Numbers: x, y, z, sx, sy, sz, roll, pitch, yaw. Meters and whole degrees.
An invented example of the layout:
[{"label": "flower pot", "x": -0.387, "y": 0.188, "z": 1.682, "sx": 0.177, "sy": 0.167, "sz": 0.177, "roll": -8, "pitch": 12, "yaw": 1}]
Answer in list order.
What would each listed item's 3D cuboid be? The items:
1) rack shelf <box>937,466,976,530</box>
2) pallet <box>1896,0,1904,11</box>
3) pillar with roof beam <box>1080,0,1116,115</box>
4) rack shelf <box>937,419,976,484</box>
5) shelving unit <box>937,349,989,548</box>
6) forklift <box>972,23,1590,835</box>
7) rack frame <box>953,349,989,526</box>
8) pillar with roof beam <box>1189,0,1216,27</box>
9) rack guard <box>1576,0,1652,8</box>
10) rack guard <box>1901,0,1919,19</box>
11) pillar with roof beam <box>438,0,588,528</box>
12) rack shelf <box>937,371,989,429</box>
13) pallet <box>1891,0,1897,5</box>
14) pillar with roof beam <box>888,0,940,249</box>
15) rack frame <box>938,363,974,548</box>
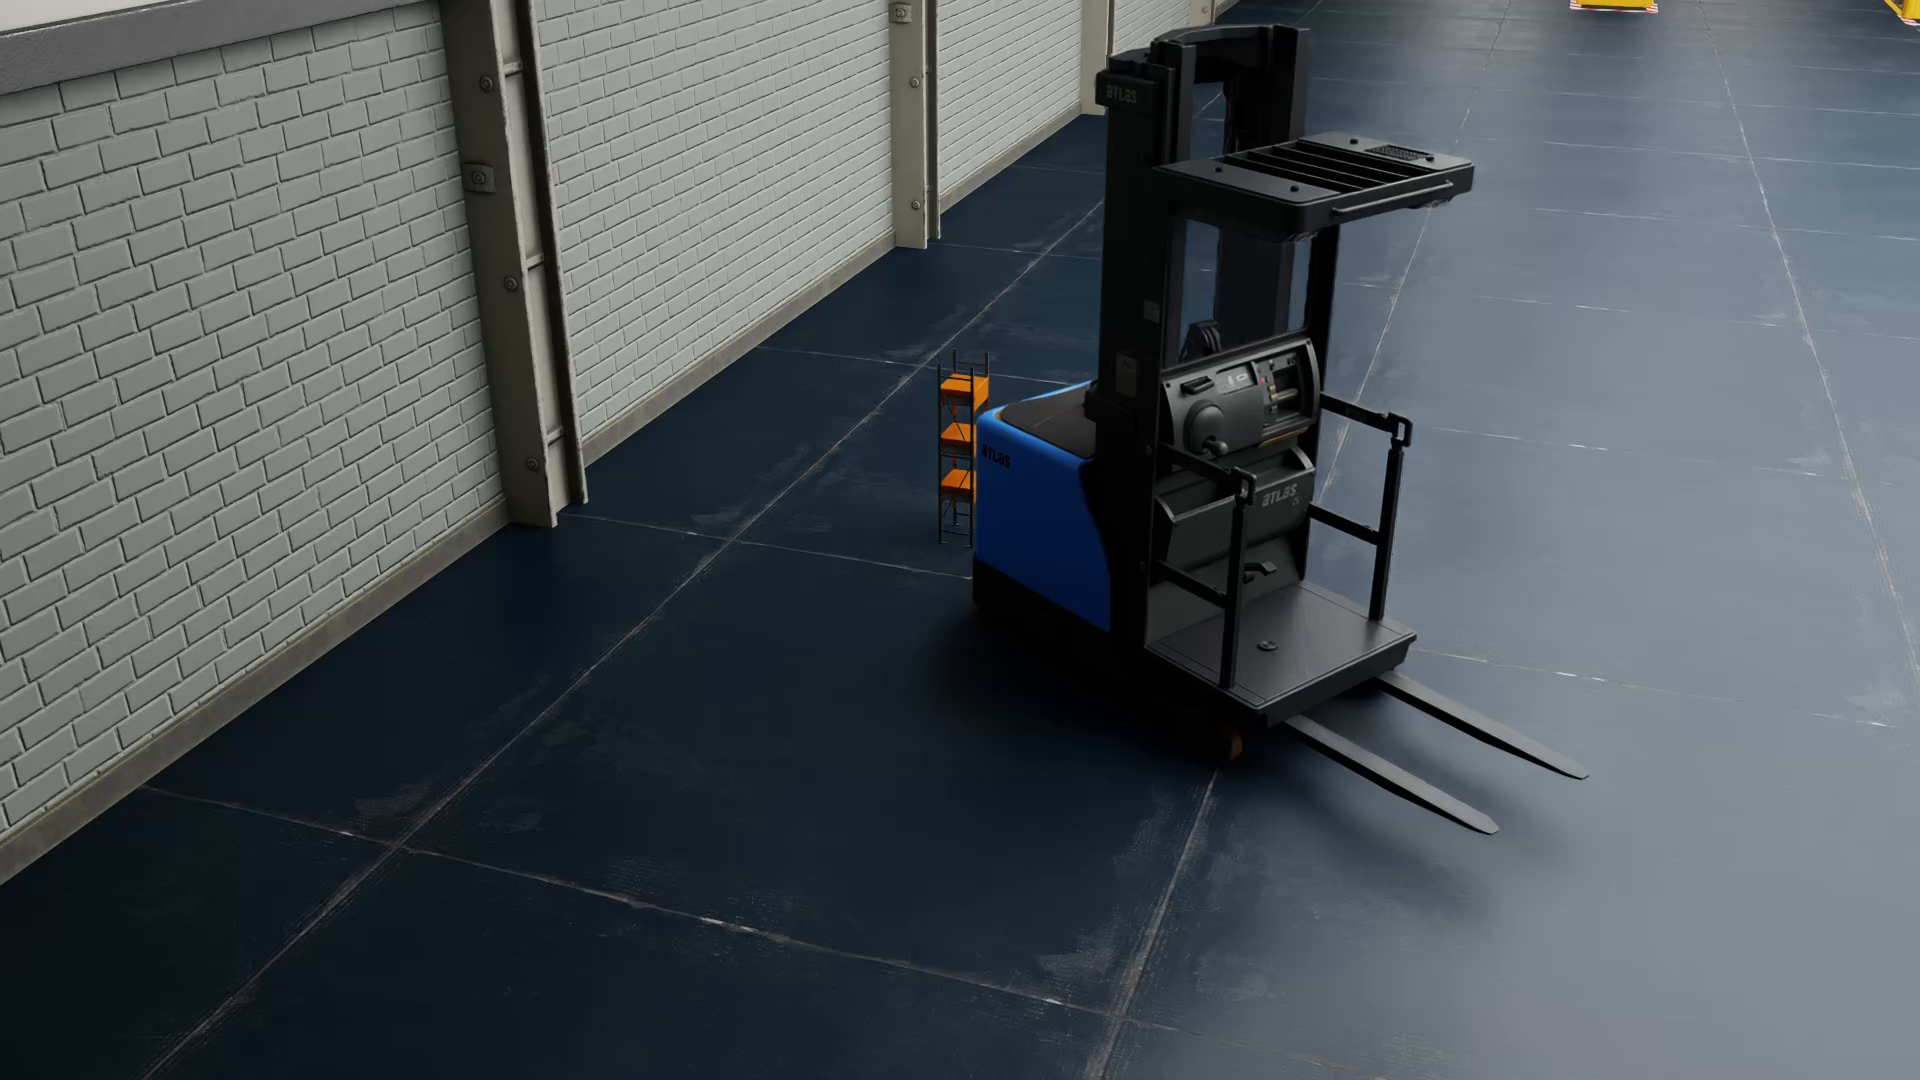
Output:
[{"label": "rack shelf", "x": 0.018, "y": -0.235, "z": 9.192, "sx": 0.215, "sy": 0.259, "sz": 0.240, "roll": 9, "pitch": 27, "yaw": 17}, {"label": "pallet", "x": 15.786, "y": -8.651, "z": 26.875, "sx": 1.003, "sy": 0.211, "sz": 1.213, "roll": 9, "pitch": 27, "yaw": 17}, {"label": "pillar with roof beam", "x": 5.671, "y": -8.529, "z": 16.540, "sx": 9.100, "sy": 9.000, "sz": 0.400, "roll": 9, "pitch": 27, "yaw": 17}, {"label": "rack shelf", "x": 0.018, "y": -0.485, "z": 9.071, "sx": 0.215, "sy": 0.259, "sz": 0.240, "roll": 9, "pitch": 27, "yaw": 17}, {"label": "shelving unit", "x": 0.018, "y": -0.495, "z": 9.067, "sx": 0.215, "sy": 1.050, "sz": 0.252, "roll": 9, "pitch": 27, "yaw": 17}, {"label": "forklift", "x": 1.368, "y": -0.593, "z": 7.112, "sx": 1.130, "sy": 2.935, "sz": 3.031, "roll": -19, "pitch": 32, "yaw": -34}, {"label": "rack frame", "x": 0.058, "y": -0.545, "z": 9.170, "sx": 0.200, "sy": 1.050, "sz": 0.008, "roll": 9, "pitch": 27, "yaw": 17}, {"label": "pillar with roof beam", "x": 7.668, "y": -10.995, "z": 21.632, "sx": 9.100, "sy": 9.000, "sz": 0.400, "roll": 9, "pitch": 27, "yaw": 17}, {"label": "rack guard", "x": 10.852, "y": -9.120, "z": 27.512, "sx": 1.175, "sy": 0.500, "sz": 0.348, "roll": 9, "pitch": 27, "yaw": 17}, {"label": "rack guard", "x": 15.511, "y": -8.448, "z": 26.124, "sx": 1.175, "sy": 0.500, "sz": 0.348, "roll": 9, "pitch": 27, "yaw": 17}, {"label": "pillar with roof beam", "x": 1.678, "y": -3.598, "z": 6.355, "sx": 9.100, "sy": 9.000, "sz": 0.400, "roll": 9, "pitch": 27, "yaw": 17}, {"label": "rack shelf", "x": 0.018, "y": -0.740, "z": 8.948, "sx": 0.215, "sy": 0.259, "sz": 0.240, "roll": 9, "pitch": 27, "yaw": 17}, {"label": "pallet", "x": 16.194, "y": -9.151, "z": 27.907, "sx": 1.003, "sy": 0.211, "sz": 1.213, "roll": 9, "pitch": 27, "yaw": 17}, {"label": "pillar with roof beam", "x": 3.674, "y": -6.064, "z": 11.447, "sx": 9.100, "sy": 9.000, "sz": 0.400, "roll": 9, "pitch": 27, "yaw": 17}, {"label": "rack frame", "x": -0.023, "y": -0.444, "z": 8.963, "sx": 0.200, "sy": 1.050, "sz": 0.008, "roll": 9, "pitch": 27, "yaw": 17}]
